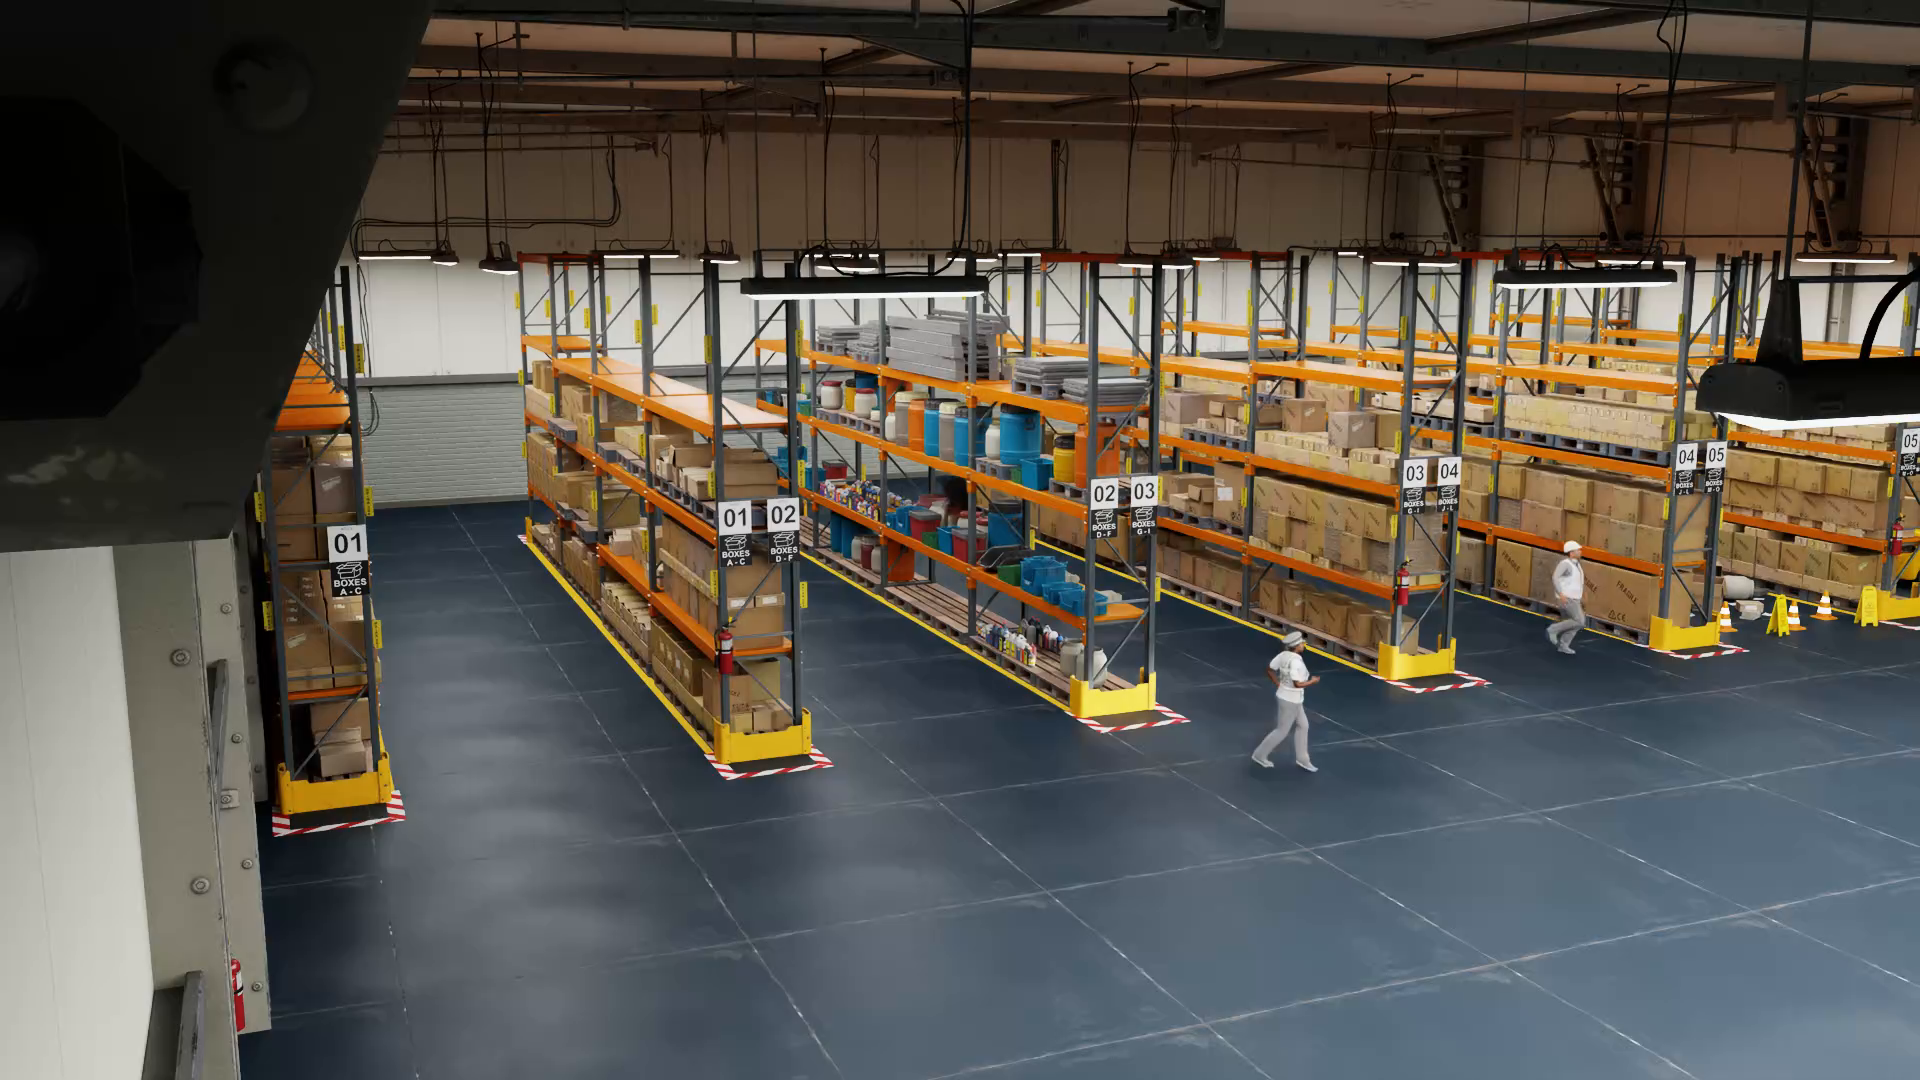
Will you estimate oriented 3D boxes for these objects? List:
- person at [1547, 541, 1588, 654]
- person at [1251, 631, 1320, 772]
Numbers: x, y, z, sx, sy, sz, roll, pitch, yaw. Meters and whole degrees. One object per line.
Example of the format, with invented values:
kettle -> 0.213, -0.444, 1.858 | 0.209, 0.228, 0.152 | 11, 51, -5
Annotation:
person -> 9.410, 0.873, 25.577 | 0.533, 1.693, 0.683 | 9, 13, 39
person -> 3.888, 1.945, 19.746 | 0.816, 1.747, 0.554 | 0, 10, -1
